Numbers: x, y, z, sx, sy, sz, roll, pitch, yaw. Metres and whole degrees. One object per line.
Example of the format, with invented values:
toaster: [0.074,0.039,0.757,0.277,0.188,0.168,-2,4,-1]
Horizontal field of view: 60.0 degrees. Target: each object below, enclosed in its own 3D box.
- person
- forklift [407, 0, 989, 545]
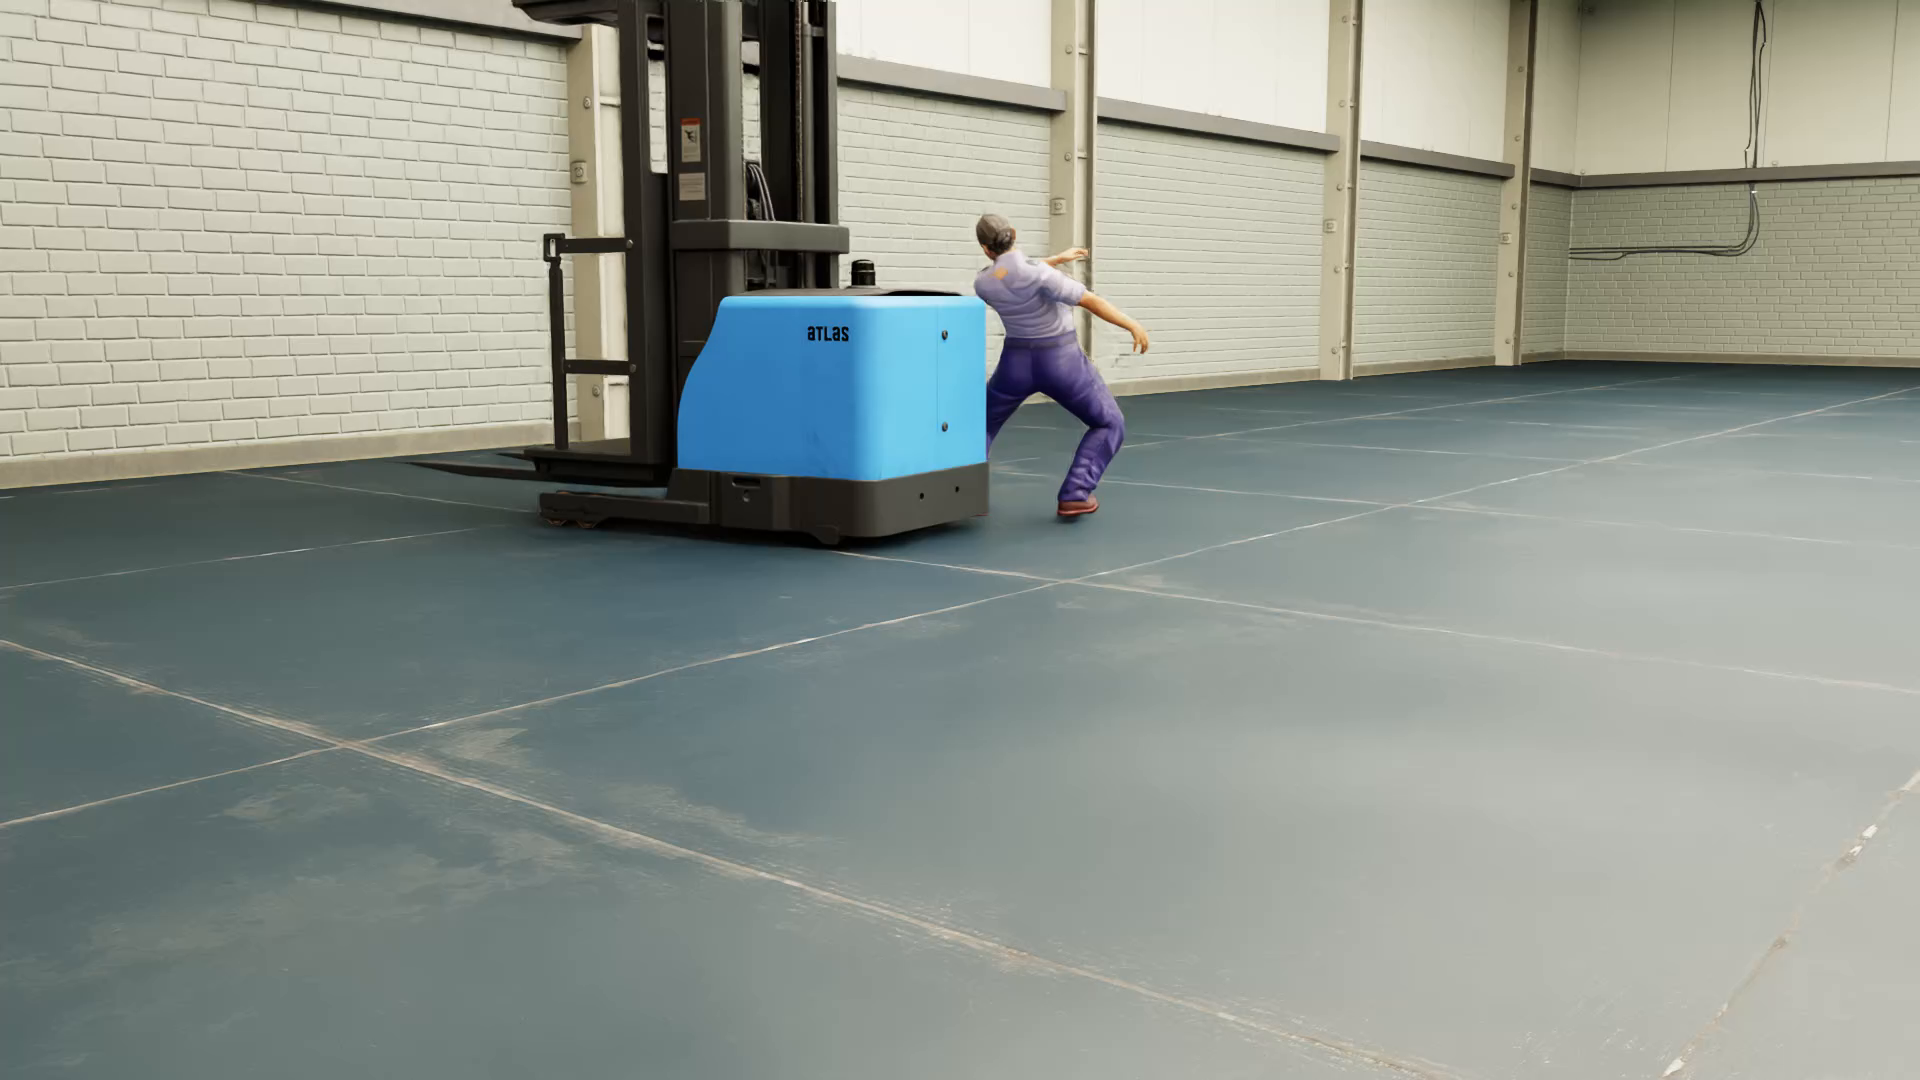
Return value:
person: [0.438,-0.825,7.896,0.900,1.424,0.773,3,9,19]
forklift: [-1.394,-1.561,7.951,3.031,2.935,1.130,5,10,30]
